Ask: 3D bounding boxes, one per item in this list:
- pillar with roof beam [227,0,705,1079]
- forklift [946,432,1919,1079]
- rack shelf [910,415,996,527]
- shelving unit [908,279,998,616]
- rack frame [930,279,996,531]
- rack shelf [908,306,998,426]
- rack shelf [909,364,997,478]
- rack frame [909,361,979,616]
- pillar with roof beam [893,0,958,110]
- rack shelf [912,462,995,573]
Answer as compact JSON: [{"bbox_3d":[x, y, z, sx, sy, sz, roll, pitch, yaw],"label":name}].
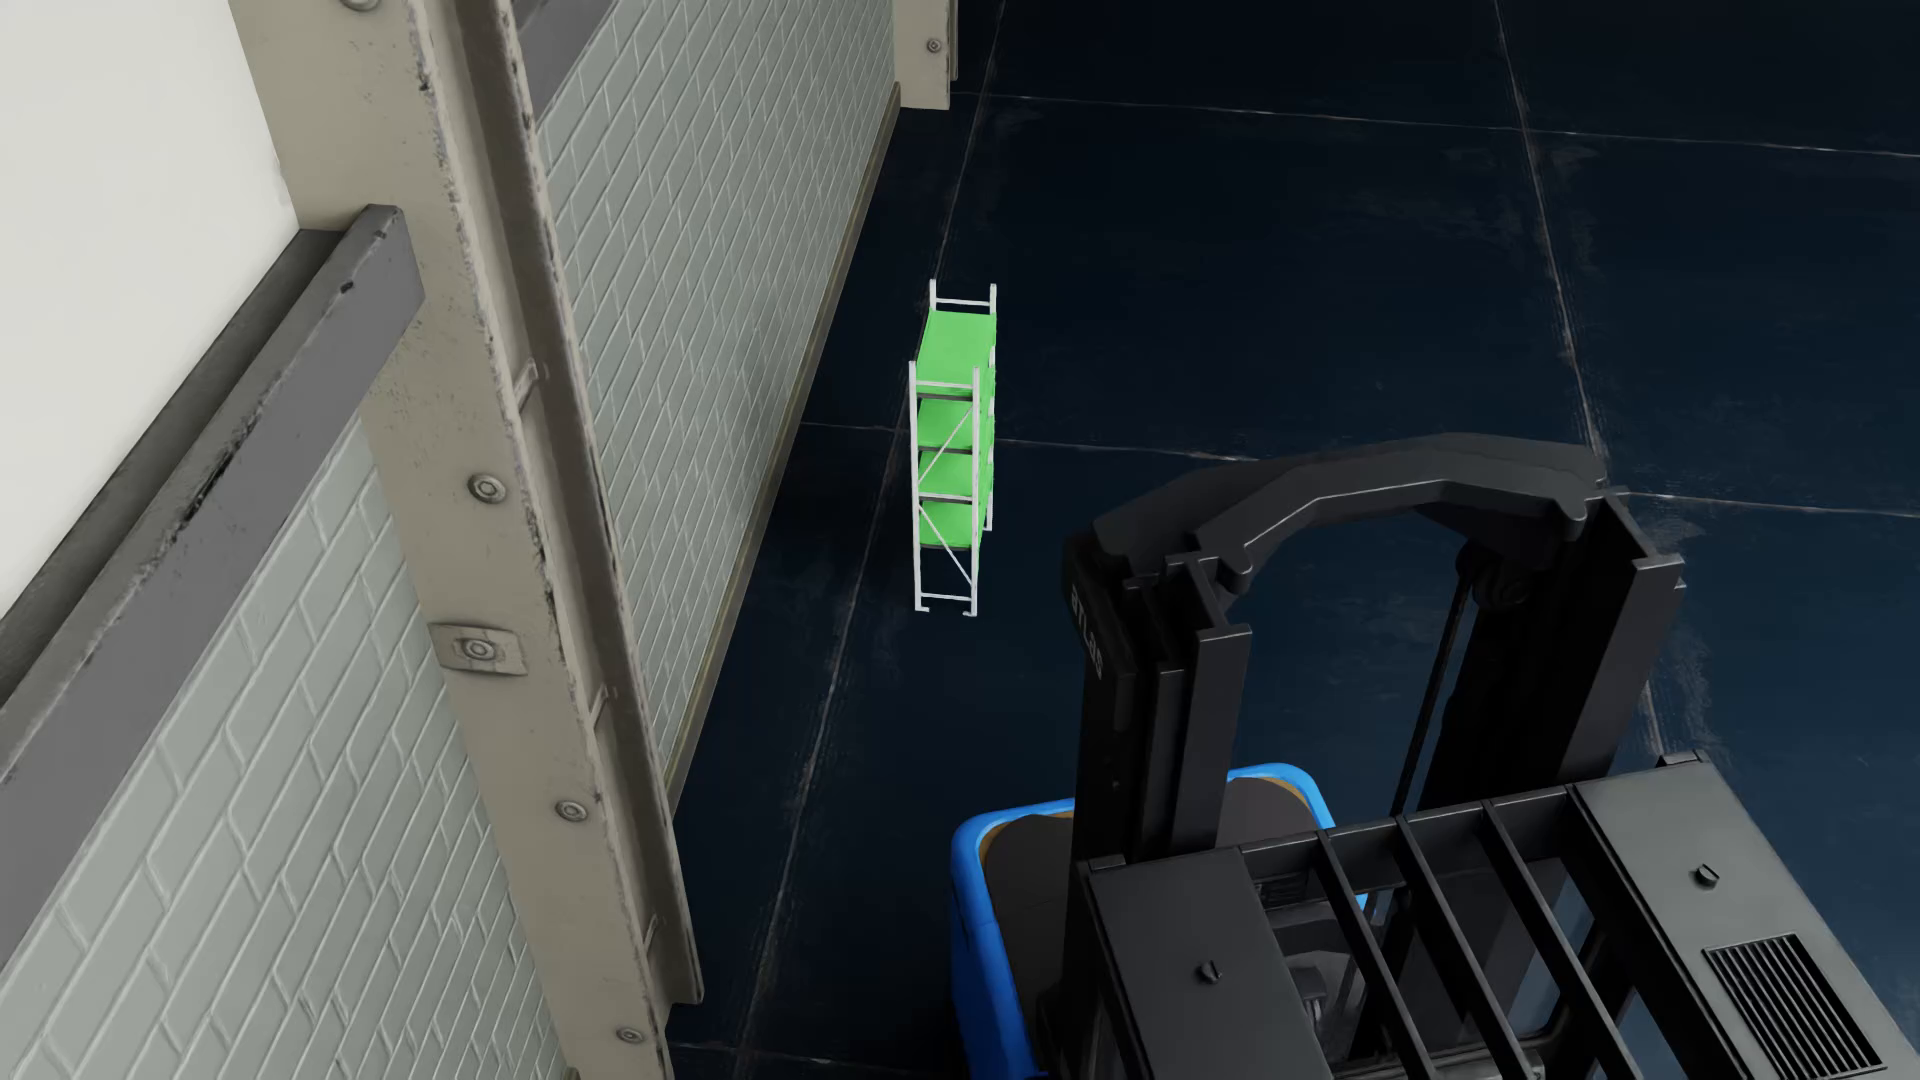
[{"bbox_3d":[3.284,-1.338,1.618,9.100,9.000,0.400,5,44,6],"label":"pillar with roof beam"},{"bbox_3d":[0.774,1.375,3.167,1.130,2.935,3.031,-9,44,-9],"label":"forklift"},{"bbox_3d":[-0.022,-0.276,6.262,0.258,0.148,0.480,5,44,6],"label":"rack shelf"},{"bbox_3d":[-0.022,-0.323,6.218,0.258,1.200,0.503,5,44,6],"label":"shelving unit"},{"bbox_3d":[0.010,-0.489,6.394,0.240,1.200,0.015,5,44,6],"label":"rack frame"},{"bbox_3d":[-0.022,-0.625,5.932,0.258,0.148,0.480,5,44,6],"label":"rack shelf"},{"bbox_3d":[-0.022,-0.451,6.097,0.258,0.148,0.480,5,44,6],"label":"rack shelf"},{"bbox_3d":[-0.054,-0.157,6.043,0.240,1.200,0.015,5,44,6],"label":"rack frame"},{"bbox_3d":[4.077,-5.427,5.937,9.100,9.000,0.400,5,44,6],"label":"pillar with roof beam"},{"bbox_3d":[-0.022,-0.102,6.427,0.258,0.148,0.480,5,44,6],"label":"rack shelf"}]
